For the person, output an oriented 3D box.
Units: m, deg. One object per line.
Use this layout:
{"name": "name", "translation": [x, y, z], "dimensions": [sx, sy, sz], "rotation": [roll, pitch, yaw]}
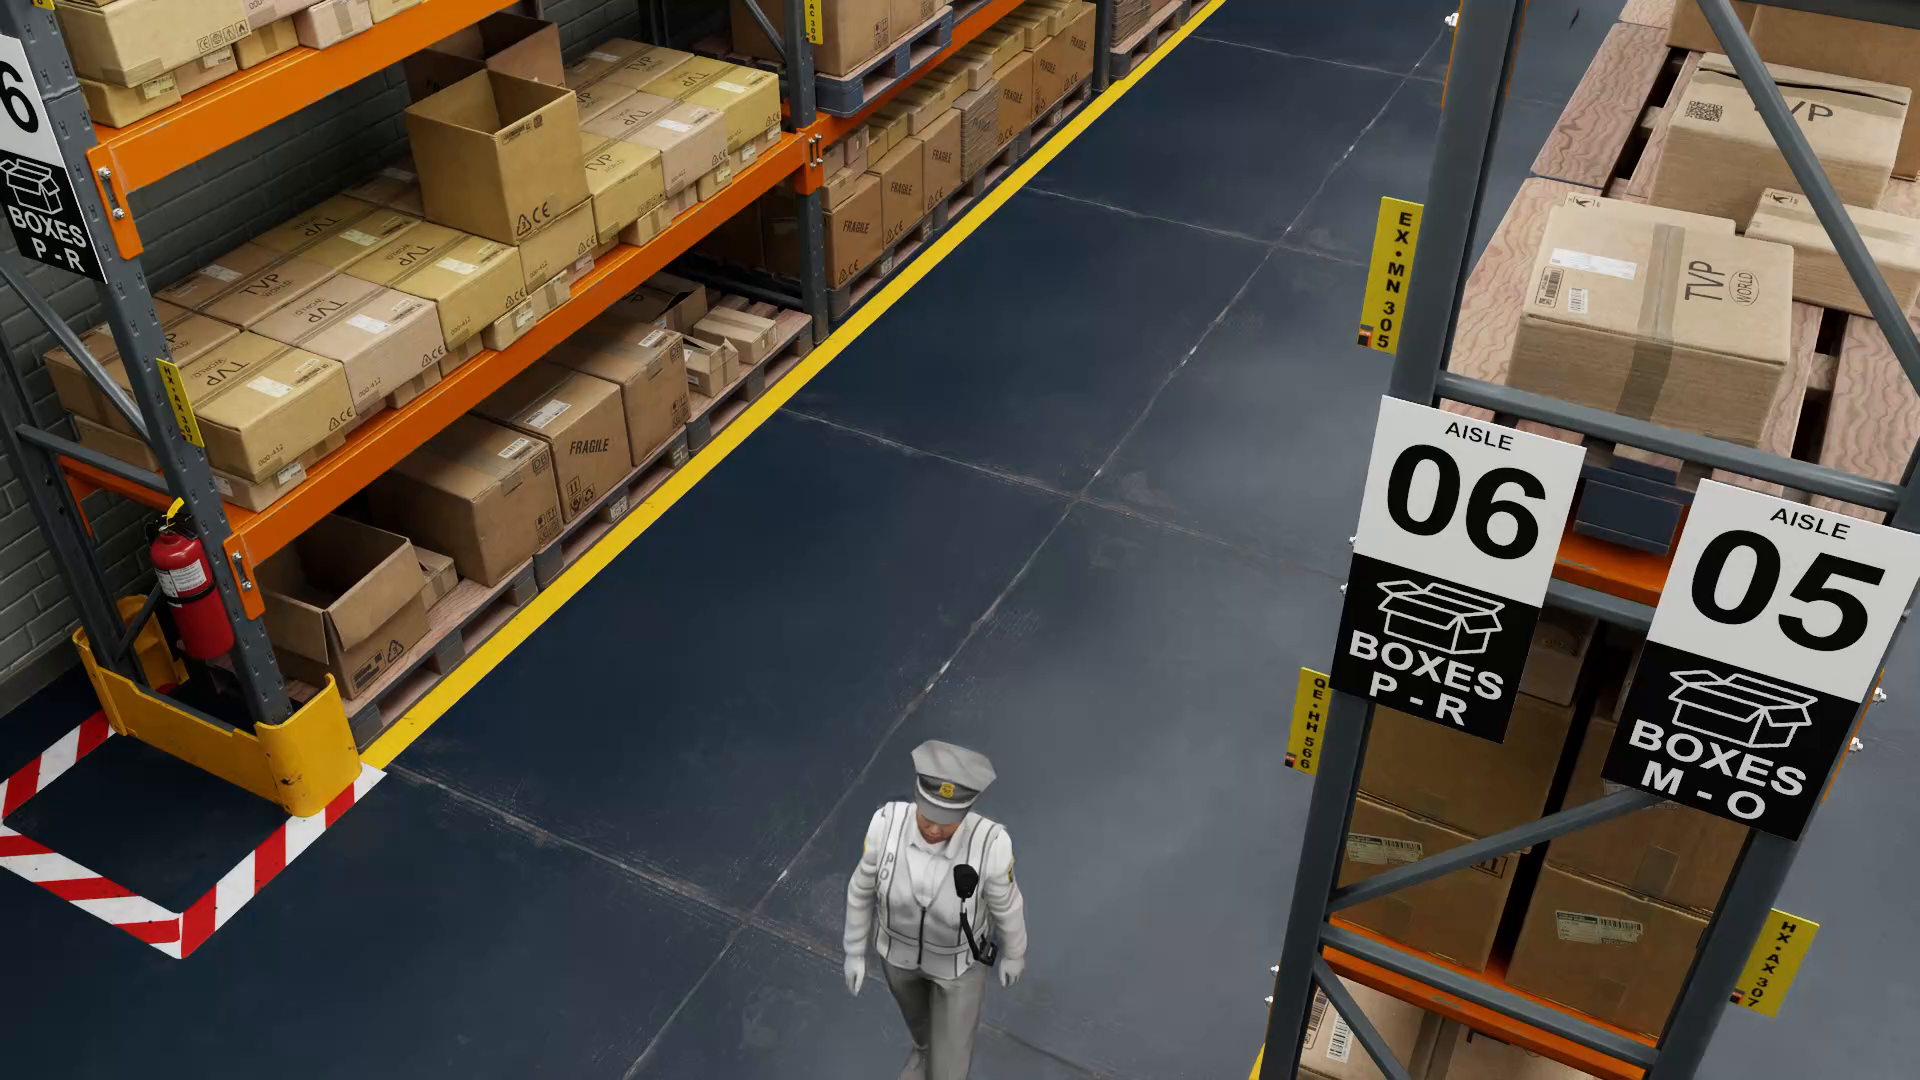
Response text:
{"name": "person", "translation": [-0.082, 1.286, 5.111], "dimensions": [0.537, 1.726, 0.518], "rotation": [11, 40, 14]}
